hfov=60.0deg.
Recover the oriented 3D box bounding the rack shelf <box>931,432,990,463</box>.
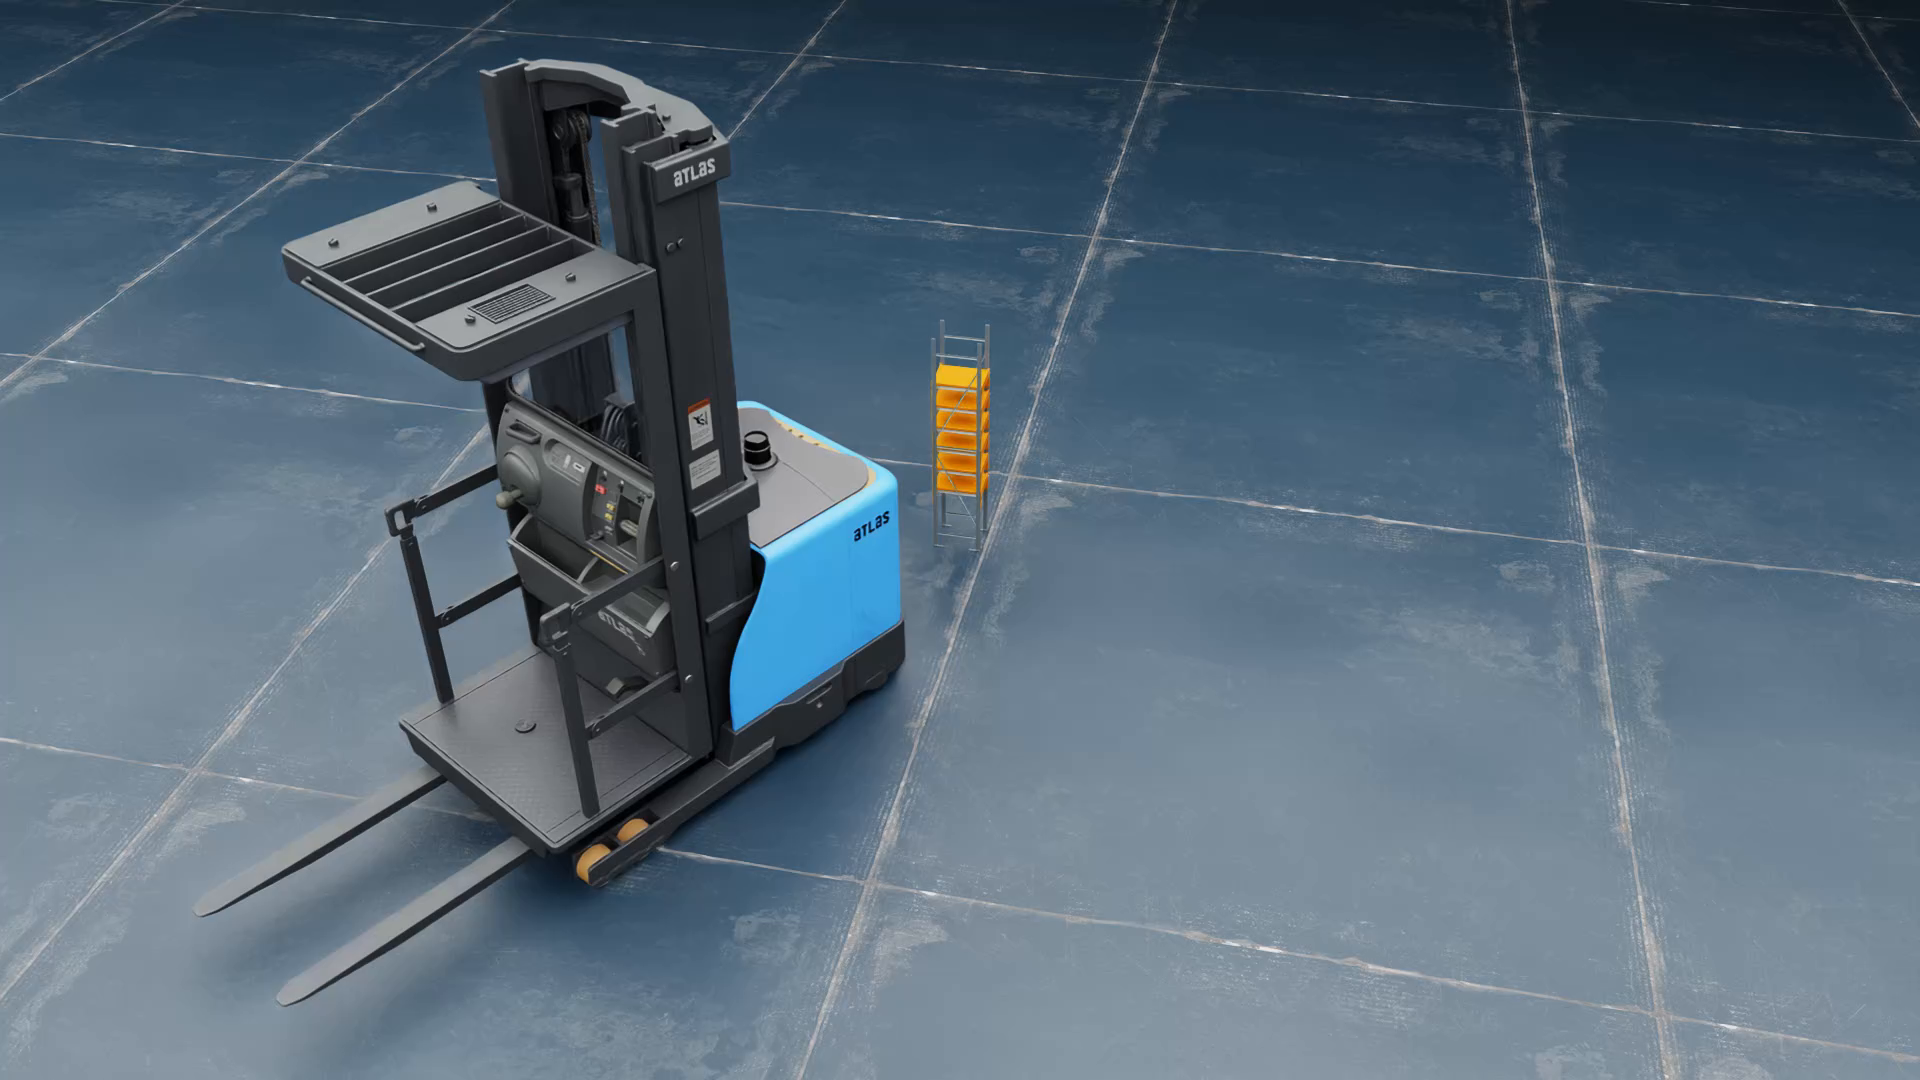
[{"bbox_3d":[0.003,-0.458,8.206,0.258,0.103,0.180,7,37,10],"label":"rack shelf"}]

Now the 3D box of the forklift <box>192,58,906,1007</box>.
[{"bbox_3d":[-1.615,-0.147,6.226,1.130,2.935,3.031,28,44,33],"label":"forklift"}]

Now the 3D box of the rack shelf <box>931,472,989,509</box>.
[{"bbox_3d":[0.003,-0.264,8.346,0.258,0.103,0.180,7,37,10],"label":"rack shelf"}]

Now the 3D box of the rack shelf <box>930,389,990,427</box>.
[{"bbox_3d":[0.003,-0.652,8.065,0.258,0.103,0.180,7,37,10],"label":"rack shelf"}]

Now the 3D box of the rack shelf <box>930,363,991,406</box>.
[{"bbox_3d":[0.003,-0.750,7.994,0.258,0.103,0.180,7,37,10],"label":"rack shelf"}]

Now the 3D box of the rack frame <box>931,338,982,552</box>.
[{"bbox_3d":[-0.016,-0.442,8.107,0.240,1.200,0.006,7,37,10],"label":"rack frame"}]

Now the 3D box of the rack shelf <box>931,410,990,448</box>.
[{"bbox_3d":[0.003,-0.555,8.135,0.258,0.103,0.180,7,37,10],"label":"rack shelf"}]

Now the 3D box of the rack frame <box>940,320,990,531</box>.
[{"bbox_3d":[0.023,-0.547,8.252,0.240,1.200,0.006,7,37,10],"label":"rack frame"}]

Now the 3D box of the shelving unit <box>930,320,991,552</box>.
[{"bbox_3d":[0.003,-0.494,8.179,0.258,1.200,0.189,7,37,10],"label":"shelving unit"}]

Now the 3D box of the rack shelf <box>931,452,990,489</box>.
[{"bbox_3d":[0.003,-0.361,8.276,0.258,0.103,0.180,7,37,10],"label":"rack shelf"}]
